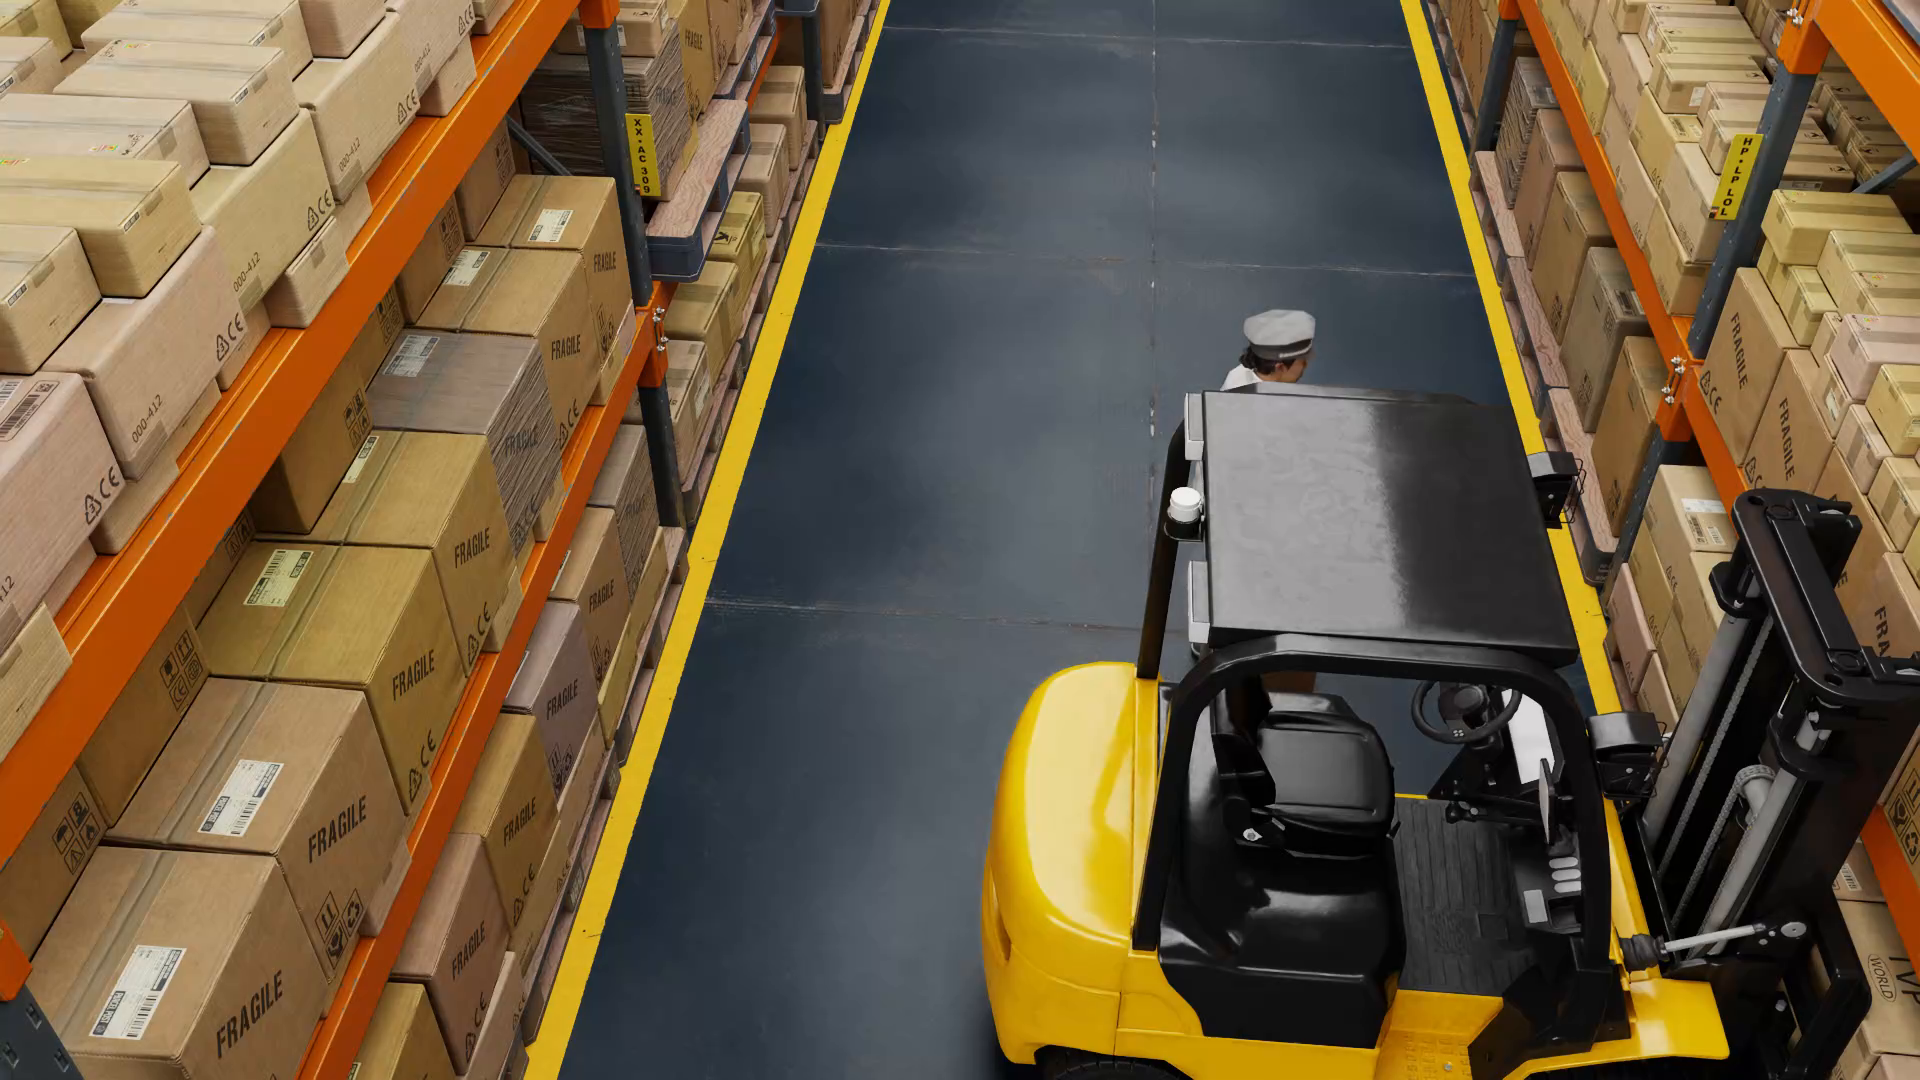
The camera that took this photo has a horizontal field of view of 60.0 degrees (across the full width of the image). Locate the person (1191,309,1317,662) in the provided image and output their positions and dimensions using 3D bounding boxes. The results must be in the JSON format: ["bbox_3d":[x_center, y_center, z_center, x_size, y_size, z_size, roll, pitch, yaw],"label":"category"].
[{"bbox_3d":[1.067,-0.114,6.287,0.374,1.665,0.546,1,40,1],"label":"person"}]
